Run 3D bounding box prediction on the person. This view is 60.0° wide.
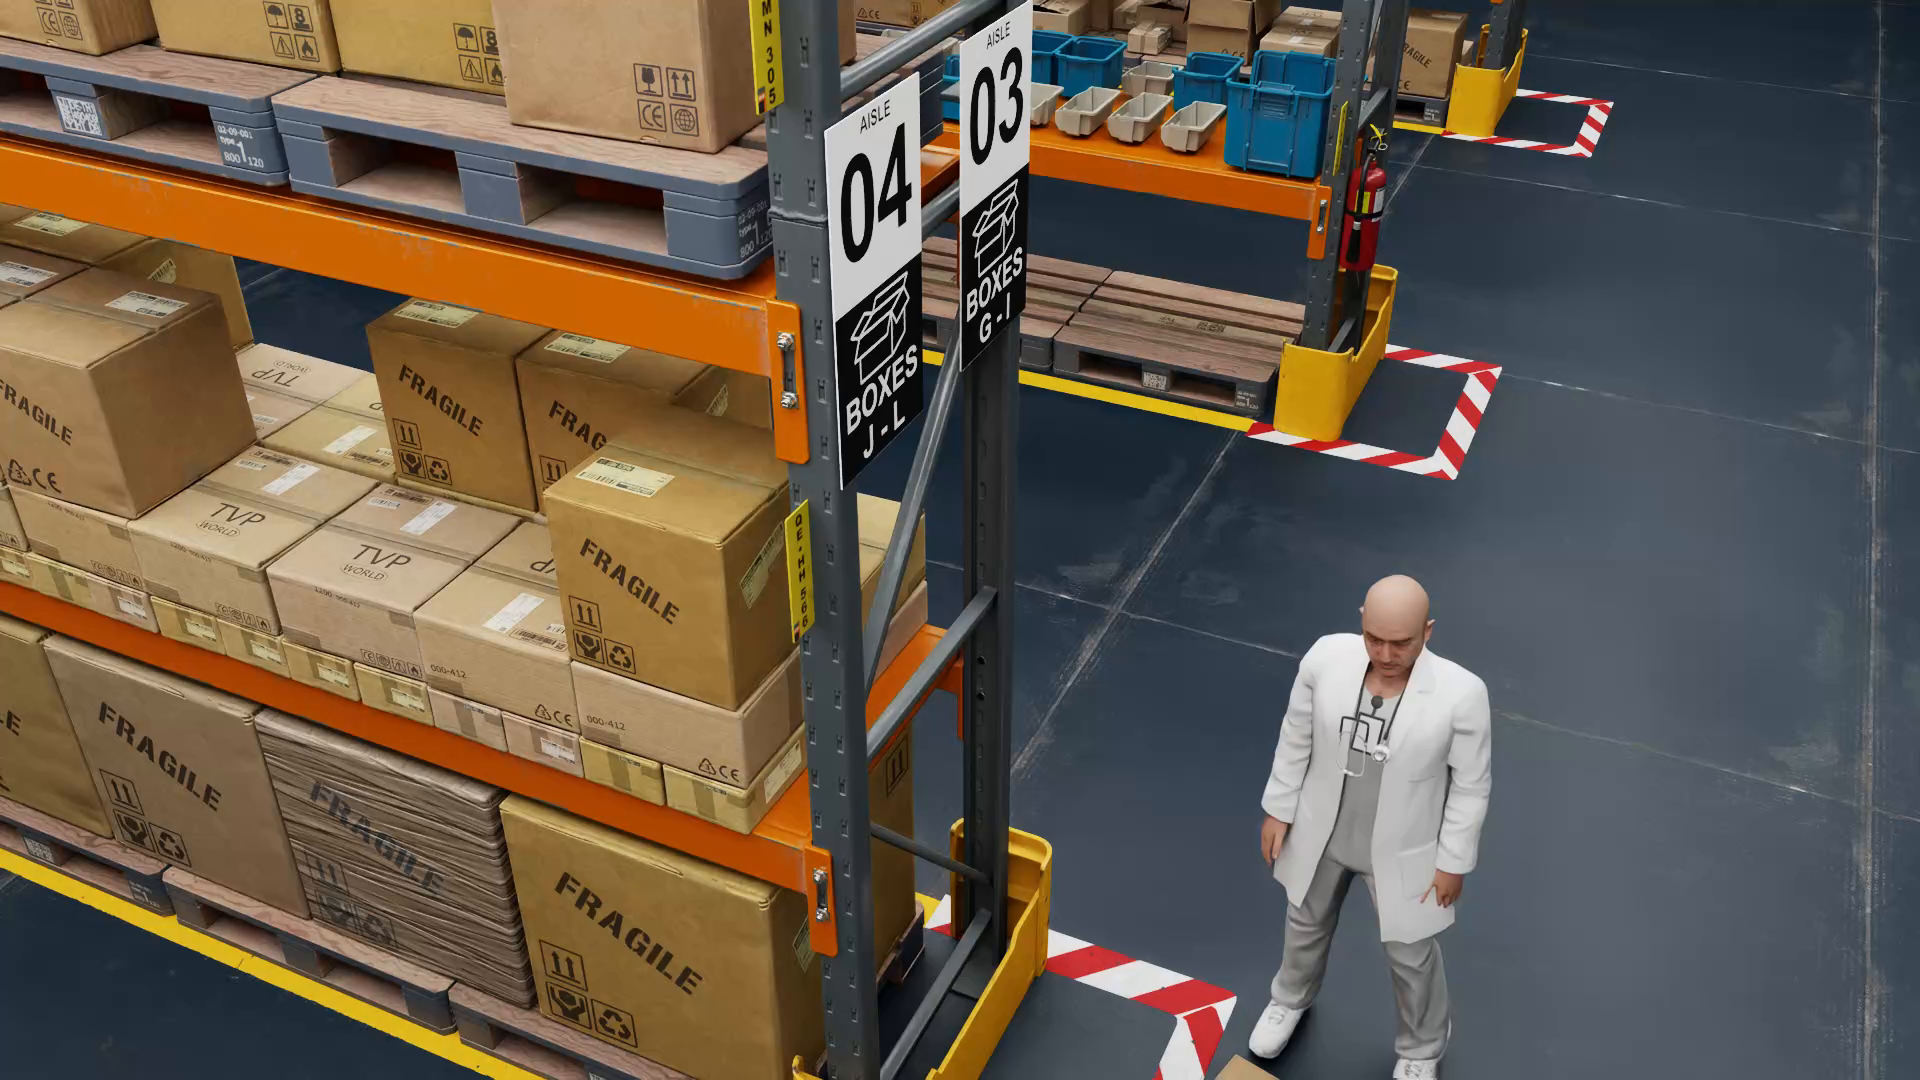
[{"bbox_3d":[1.197,0.861,4.812,0.667,1.779,0.416,20,38,28],"label":"person"}]
